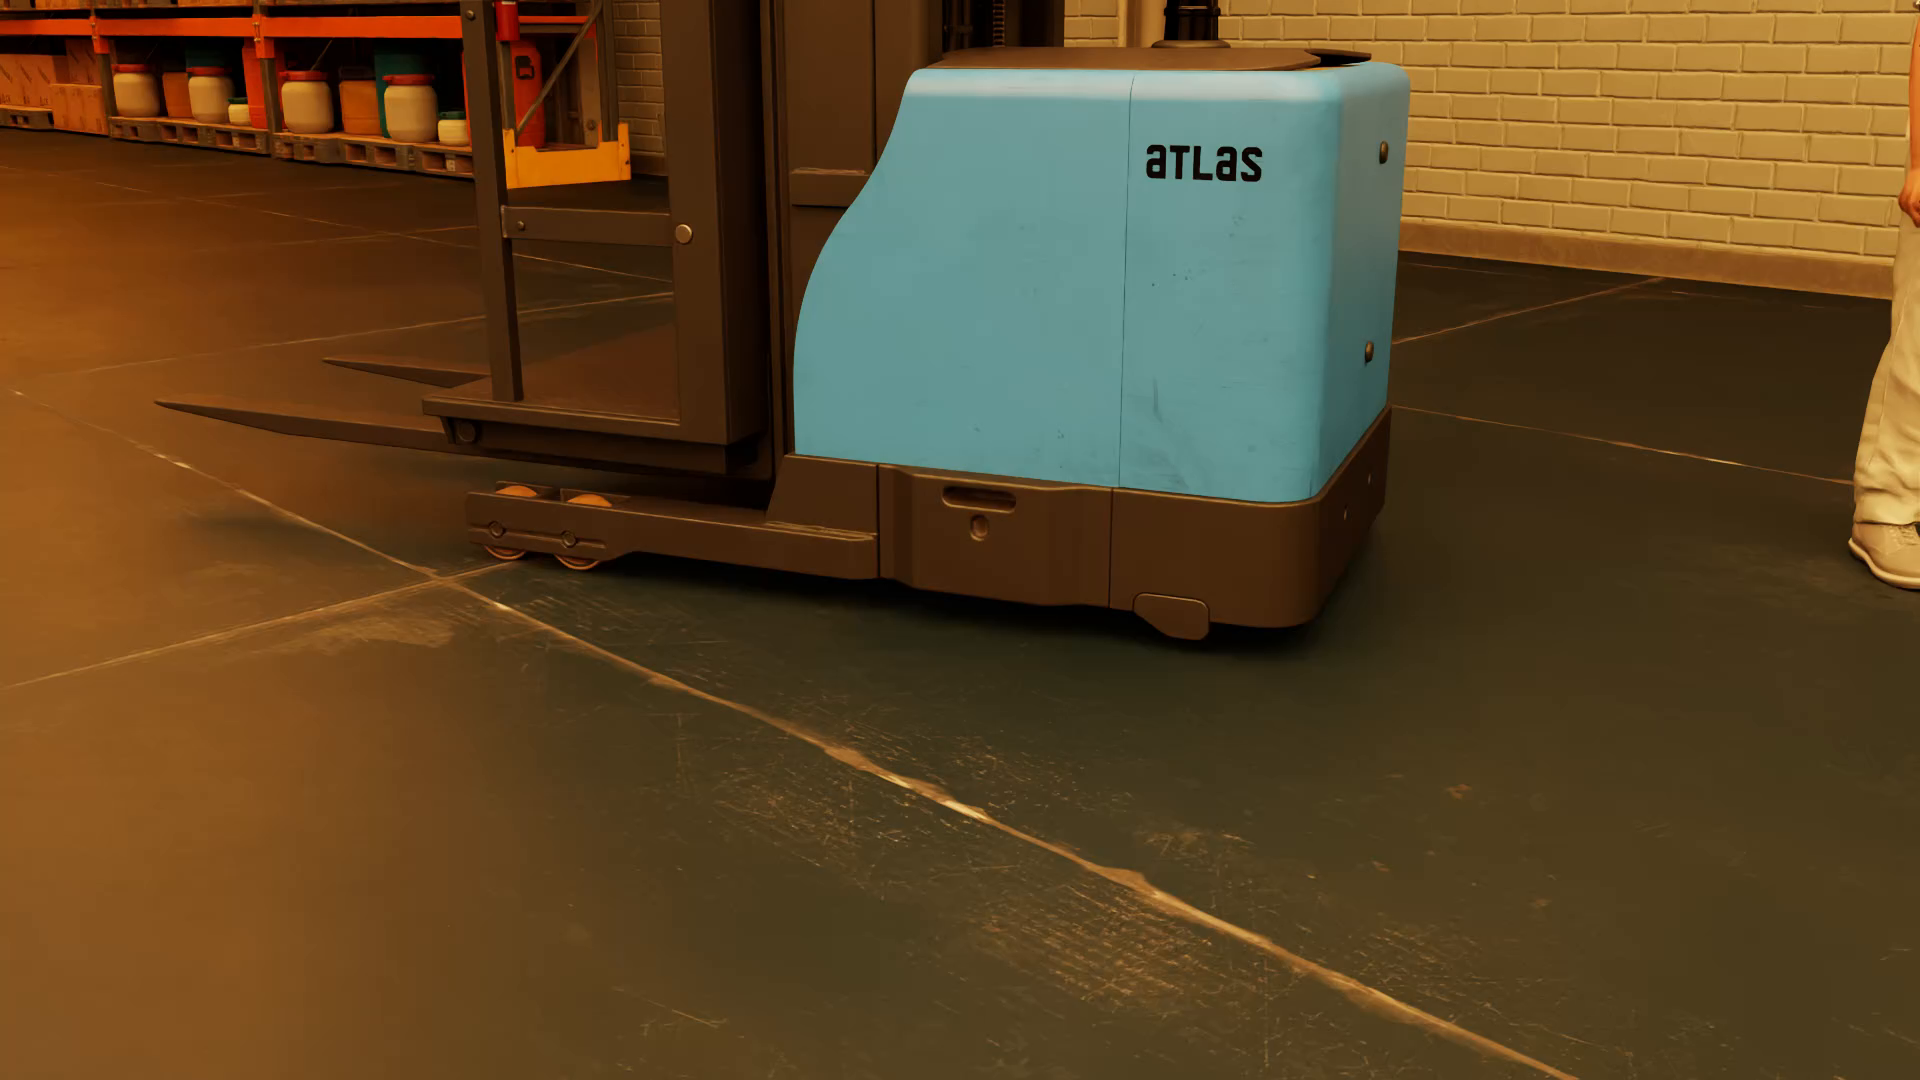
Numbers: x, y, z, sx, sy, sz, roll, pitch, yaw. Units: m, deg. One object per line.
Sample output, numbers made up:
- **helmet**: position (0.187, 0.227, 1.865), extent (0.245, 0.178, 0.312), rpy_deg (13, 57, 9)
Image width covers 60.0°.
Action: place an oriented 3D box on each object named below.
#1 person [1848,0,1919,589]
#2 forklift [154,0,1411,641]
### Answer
- **person**: position (-18.414, -5.088, 5.130), extent (39.909, 9.003, 14.010), rpy_deg (-3, 17, -11)
- **forklift**: position (-0.563, -1.469, 3.684), extent (3.031, 2.935, 1.130), rpy_deg (7, 18, 21)
